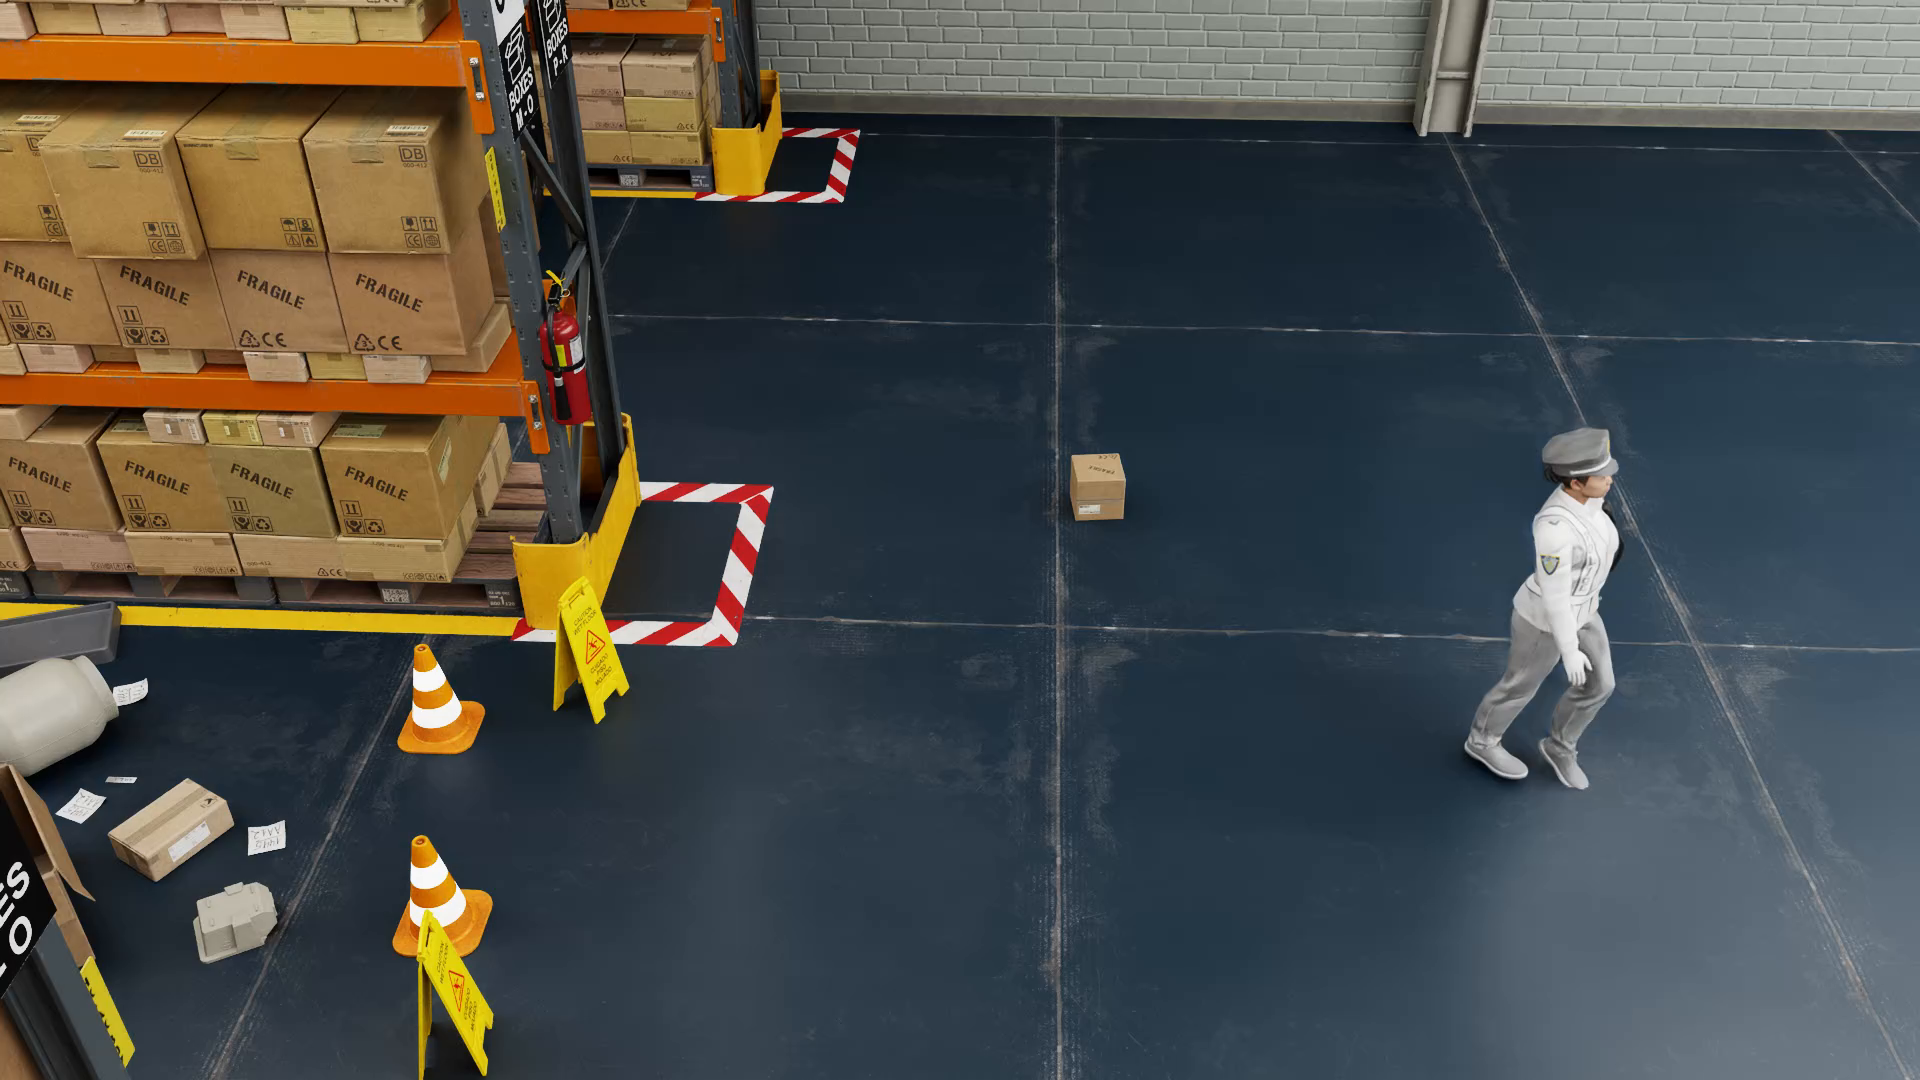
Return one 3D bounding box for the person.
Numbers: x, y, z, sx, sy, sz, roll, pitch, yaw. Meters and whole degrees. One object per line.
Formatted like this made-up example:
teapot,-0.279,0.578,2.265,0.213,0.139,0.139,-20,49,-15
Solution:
person,2.402,0.337,6.644,0.504,1.748,0.486,27,44,32
